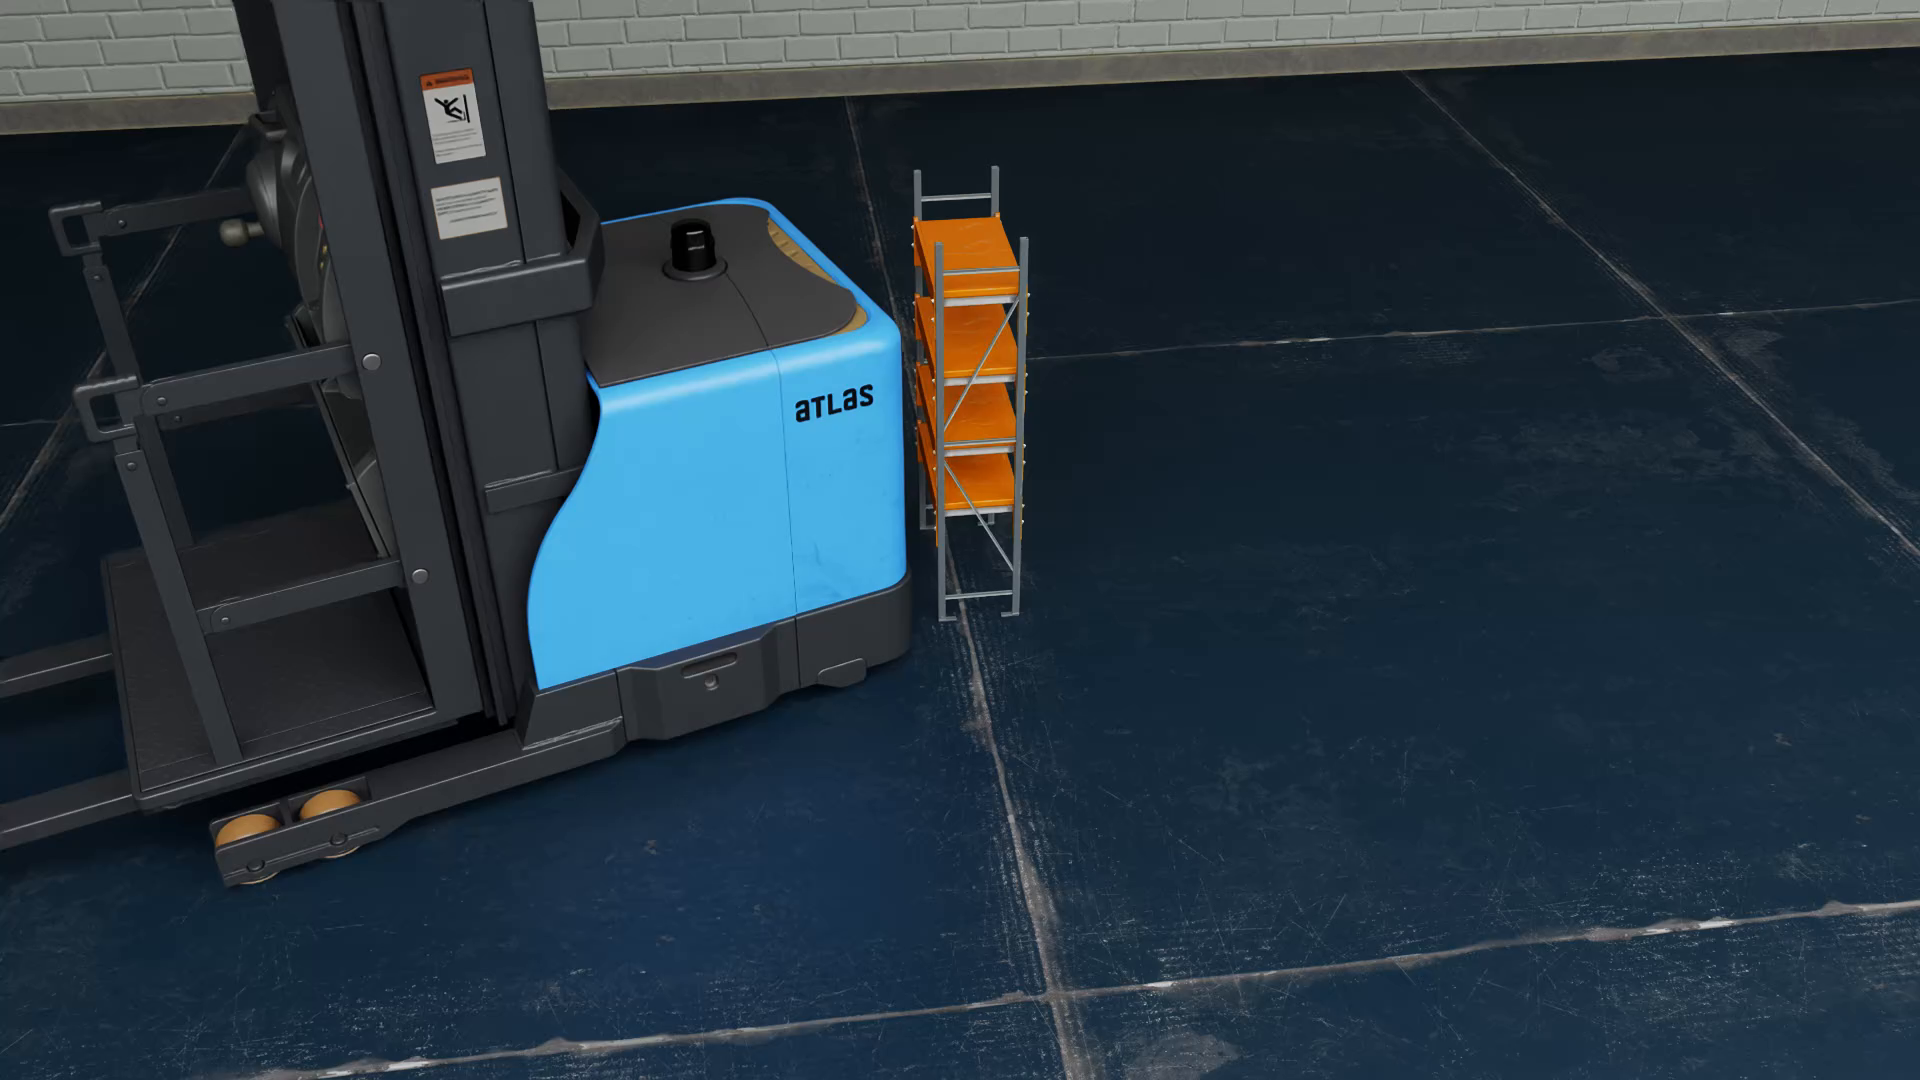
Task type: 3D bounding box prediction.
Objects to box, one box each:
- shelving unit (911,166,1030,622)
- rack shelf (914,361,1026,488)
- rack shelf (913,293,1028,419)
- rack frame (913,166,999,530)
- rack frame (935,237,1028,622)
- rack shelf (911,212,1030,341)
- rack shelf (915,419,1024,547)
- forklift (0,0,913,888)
[{"bbox_3d":[0.022,-0.403,4.777,0.258,1.200,0.503,-4,35,-6],"label":"shelving unit"},{"bbox_3d":[0.022,-0.348,4.814,0.258,0.148,0.480,-4,35,-6],"label":"rack shelf"},{"bbox_3d":[0.022,-0.533,4.688,0.258,0.148,0.480,-4,35,-6],"label":"rack shelf"},{"bbox_3d":[-0.011,-0.540,4.976,0.240,1.200,0.015,-4,35,-6],"label":"rack frame"},{"bbox_3d":[0.055,-0.267,4.577,0.240,1.200,0.015,-4,35,-6],"label":"rack frame"},{"bbox_3d":[0.022,-0.728,4.555,0.258,0.148,0.480,-4,35,-6],"label":"rack shelf"},{"bbox_3d":[0.022,-0.184,4.926,0.258,0.148,0.480,-4,35,-6],"label":"rack shelf"},{"bbox_3d":[-1.685,-0.720,3.704,3.031,2.935,1.130,-16,37,-22],"label":"forklift"}]
